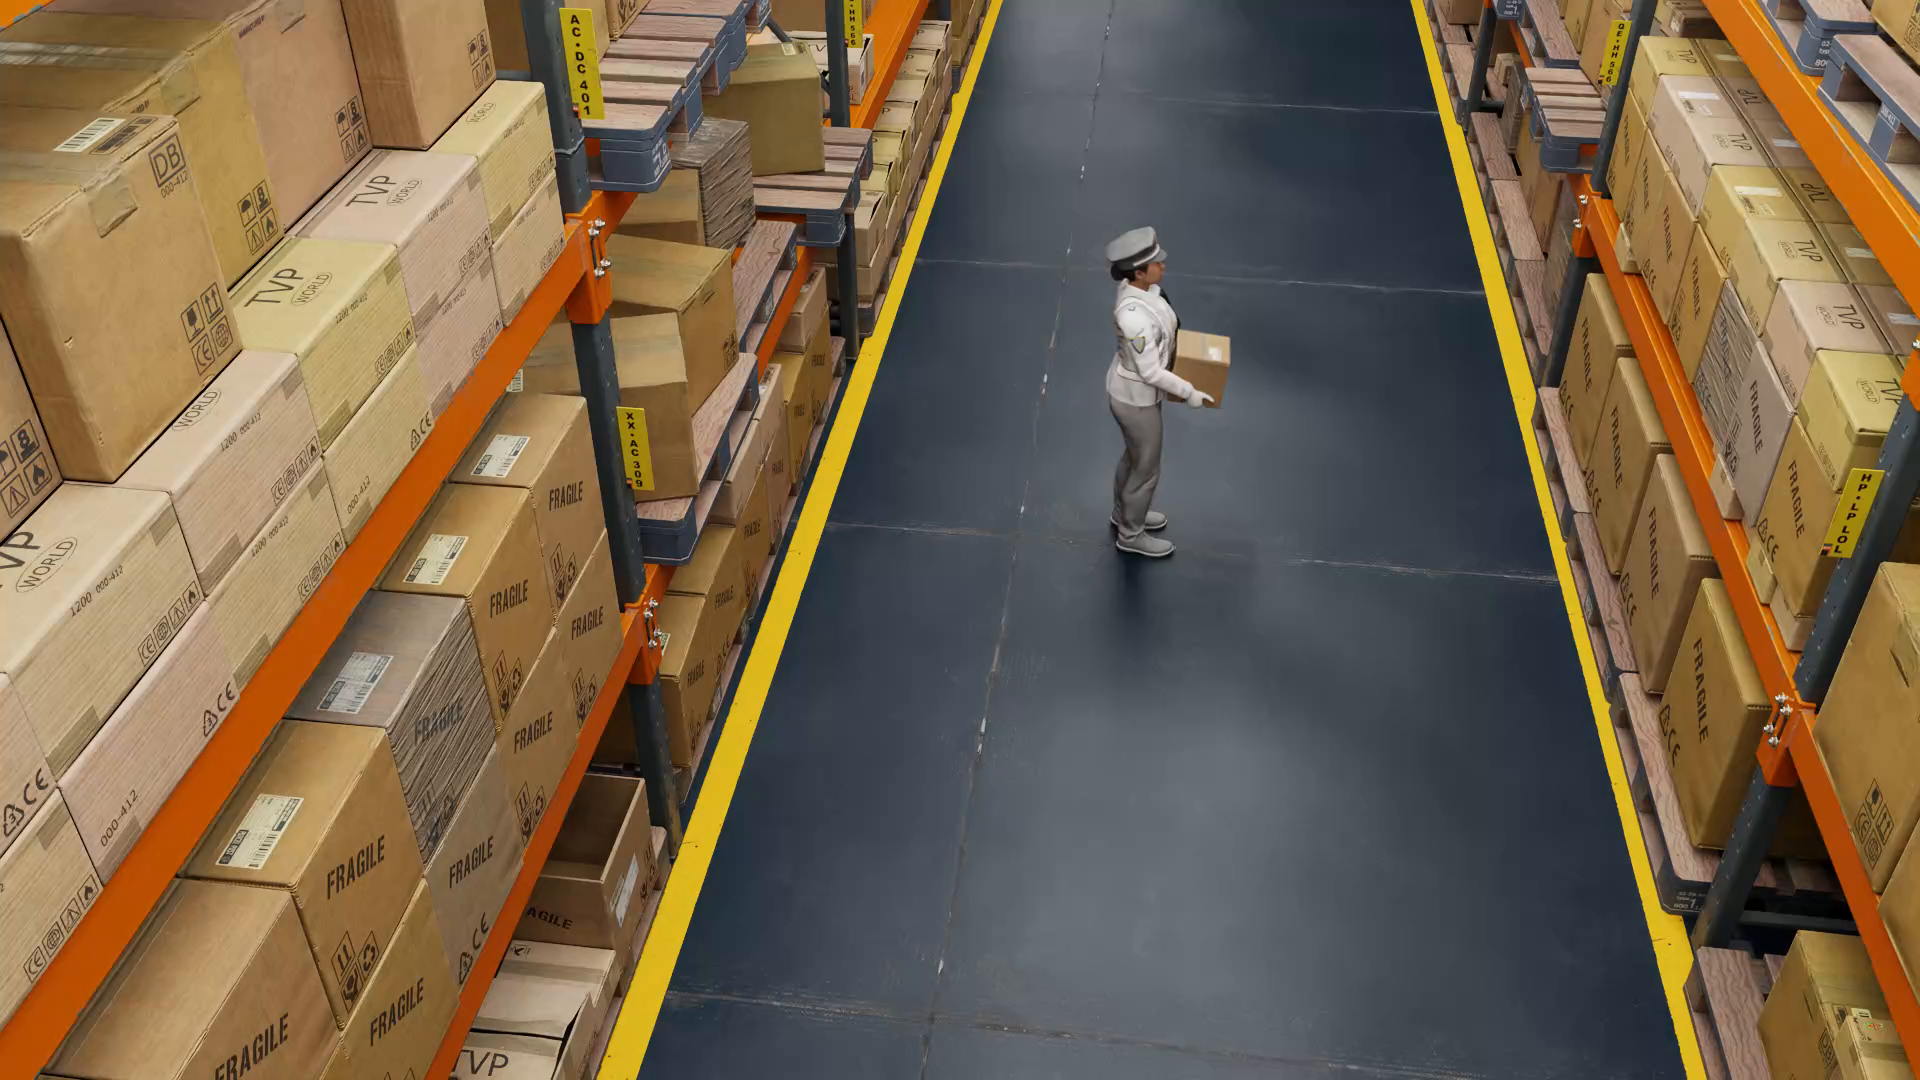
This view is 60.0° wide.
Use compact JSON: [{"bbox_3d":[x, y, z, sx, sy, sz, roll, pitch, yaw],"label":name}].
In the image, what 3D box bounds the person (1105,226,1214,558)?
[{"bbox_3d":[0.933,-0.696,7.959,0.550,1.690,0.463,4,37,6],"label":"person"}]
